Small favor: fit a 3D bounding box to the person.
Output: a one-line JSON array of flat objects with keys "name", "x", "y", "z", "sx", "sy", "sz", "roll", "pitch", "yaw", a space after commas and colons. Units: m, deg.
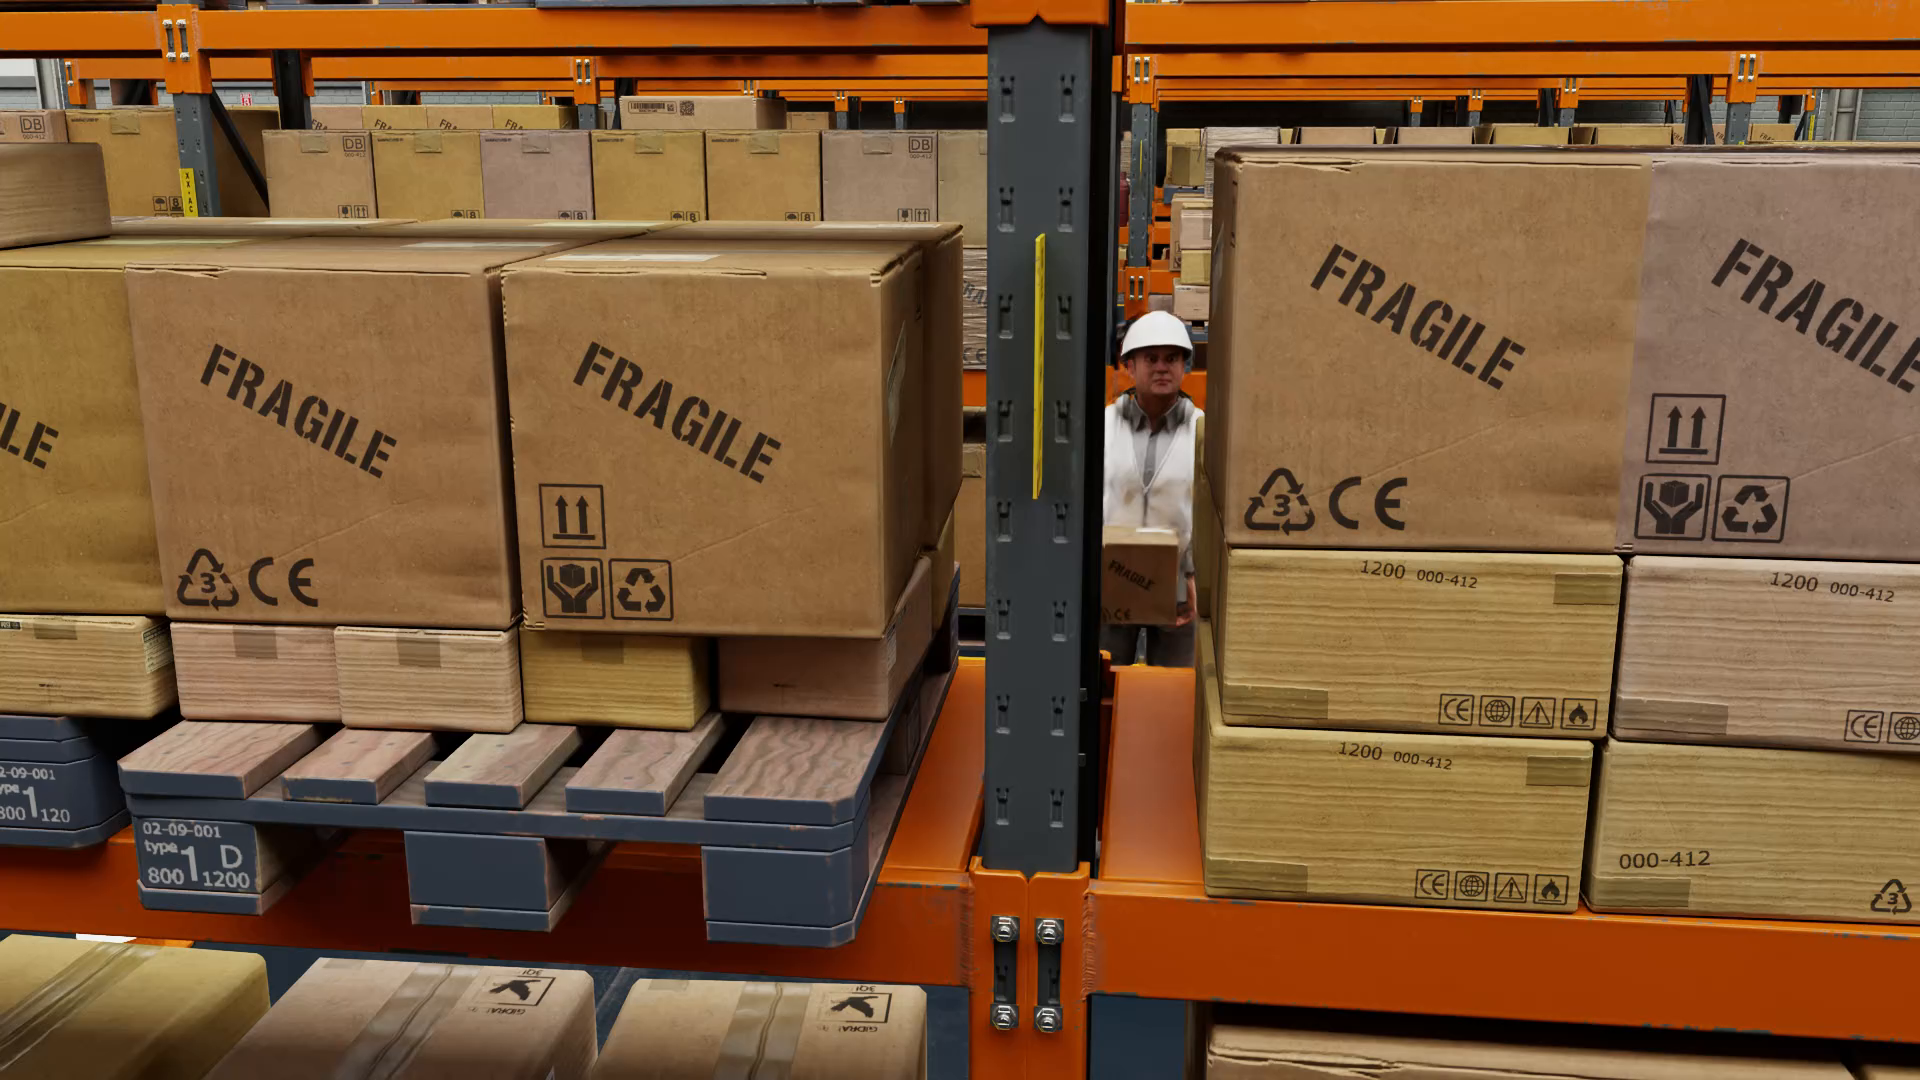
[{"name": "person", "x": 0.595, "y": 0.184, "z": 5.228, "sx": 0.500, "sy": 1.769, "sz": 0.551, "roll": 1, "pitch": 14, "yaw": 5}]
